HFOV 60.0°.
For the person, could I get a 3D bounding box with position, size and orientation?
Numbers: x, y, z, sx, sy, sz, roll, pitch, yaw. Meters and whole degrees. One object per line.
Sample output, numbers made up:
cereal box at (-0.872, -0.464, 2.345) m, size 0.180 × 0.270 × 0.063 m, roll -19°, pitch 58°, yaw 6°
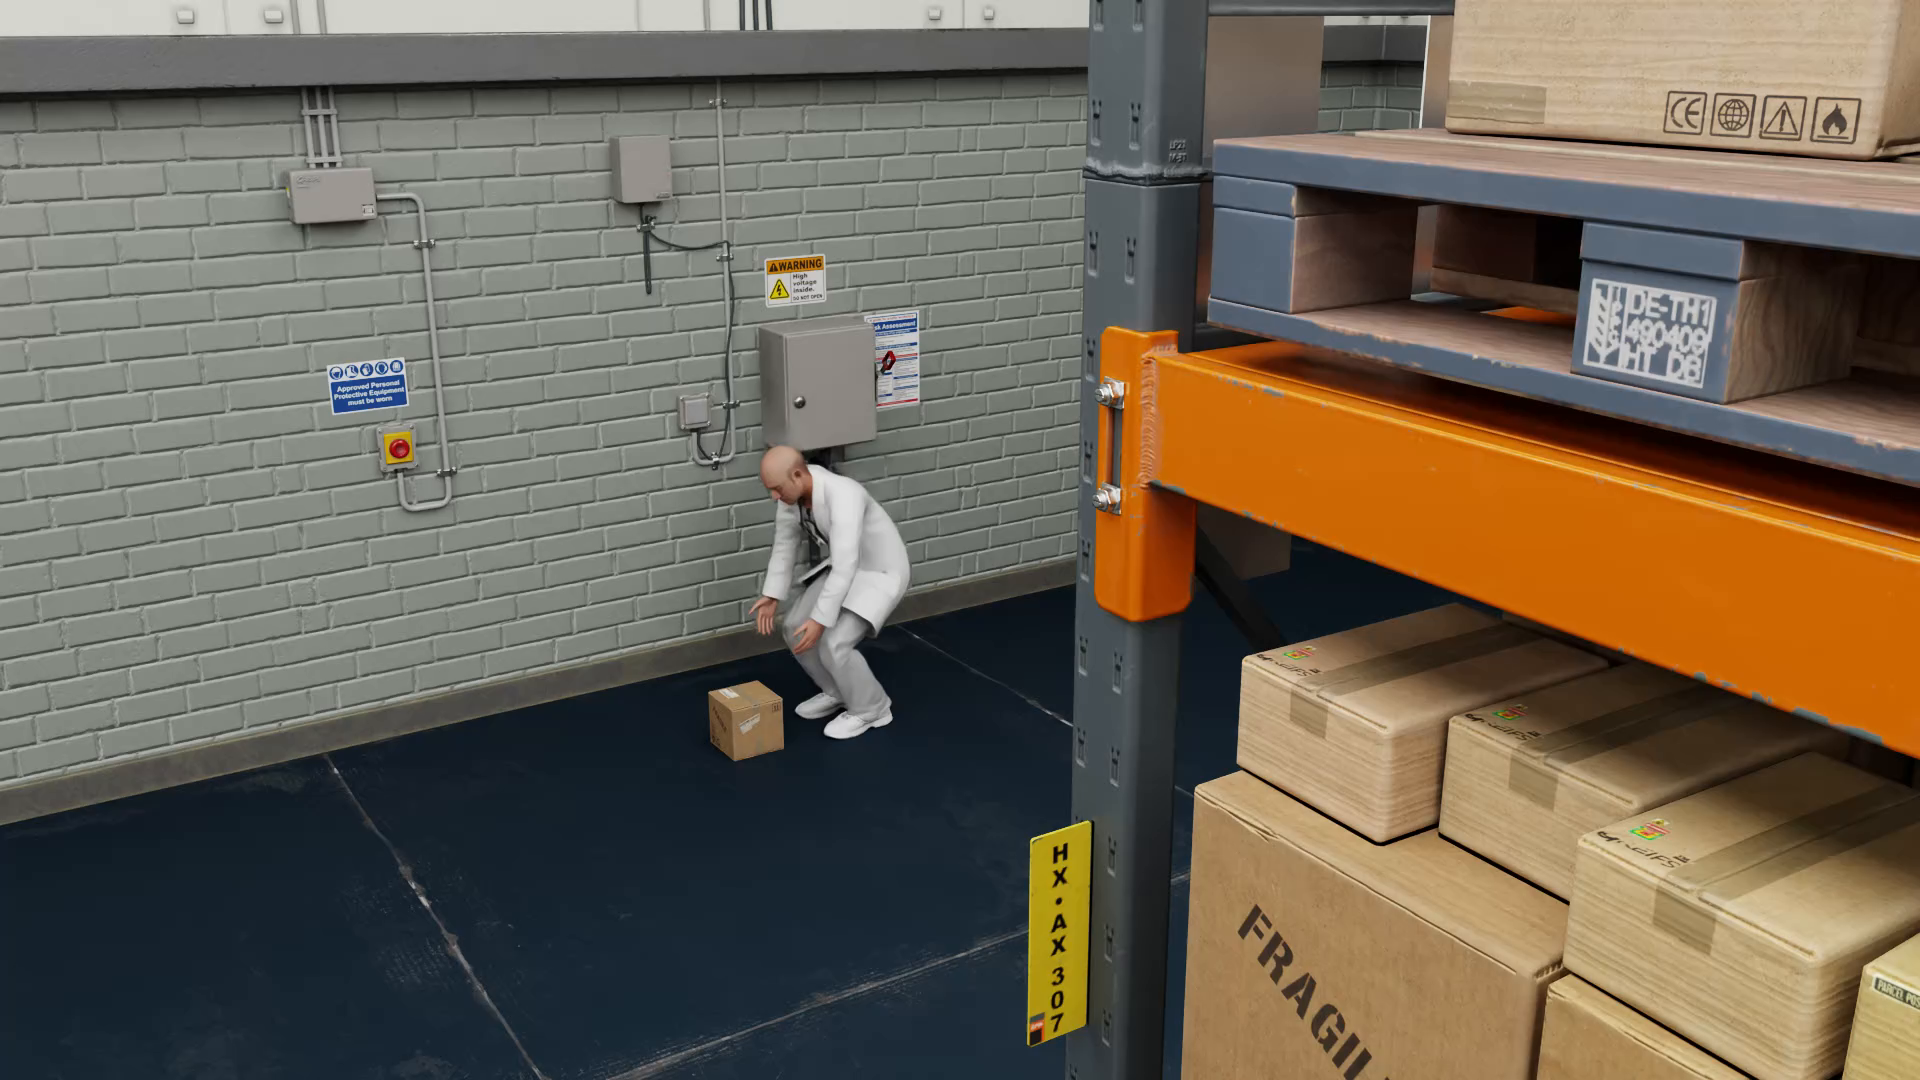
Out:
person at (-0.560, 0.212, 7.574) m, size 0.737 × 1.380 × 0.633 m, roll -11°, pitch 21°, yaw -31°
